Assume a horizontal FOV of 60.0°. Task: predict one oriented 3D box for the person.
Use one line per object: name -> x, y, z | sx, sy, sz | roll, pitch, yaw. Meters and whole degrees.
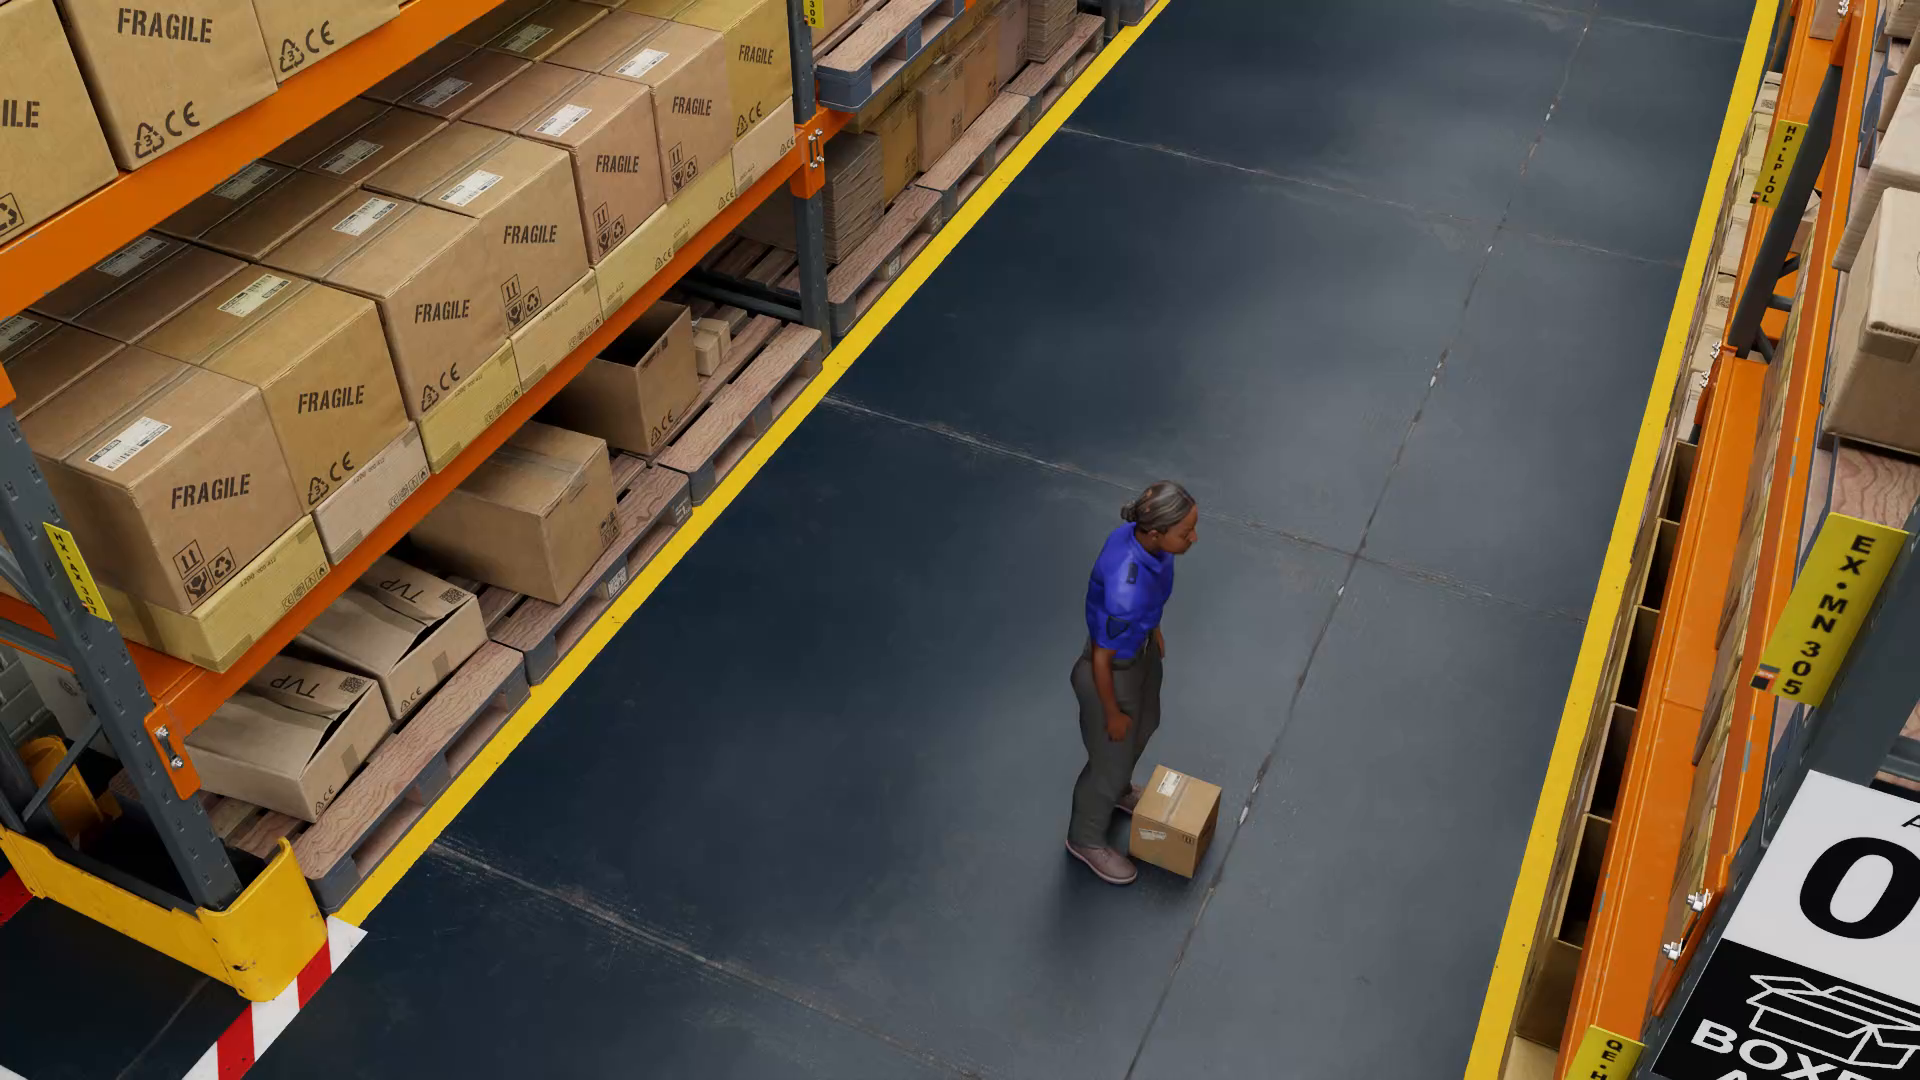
person -> 0.573, 0.449, 5.669 | 0.351, 1.655, 0.523 | 16, 45, 17
